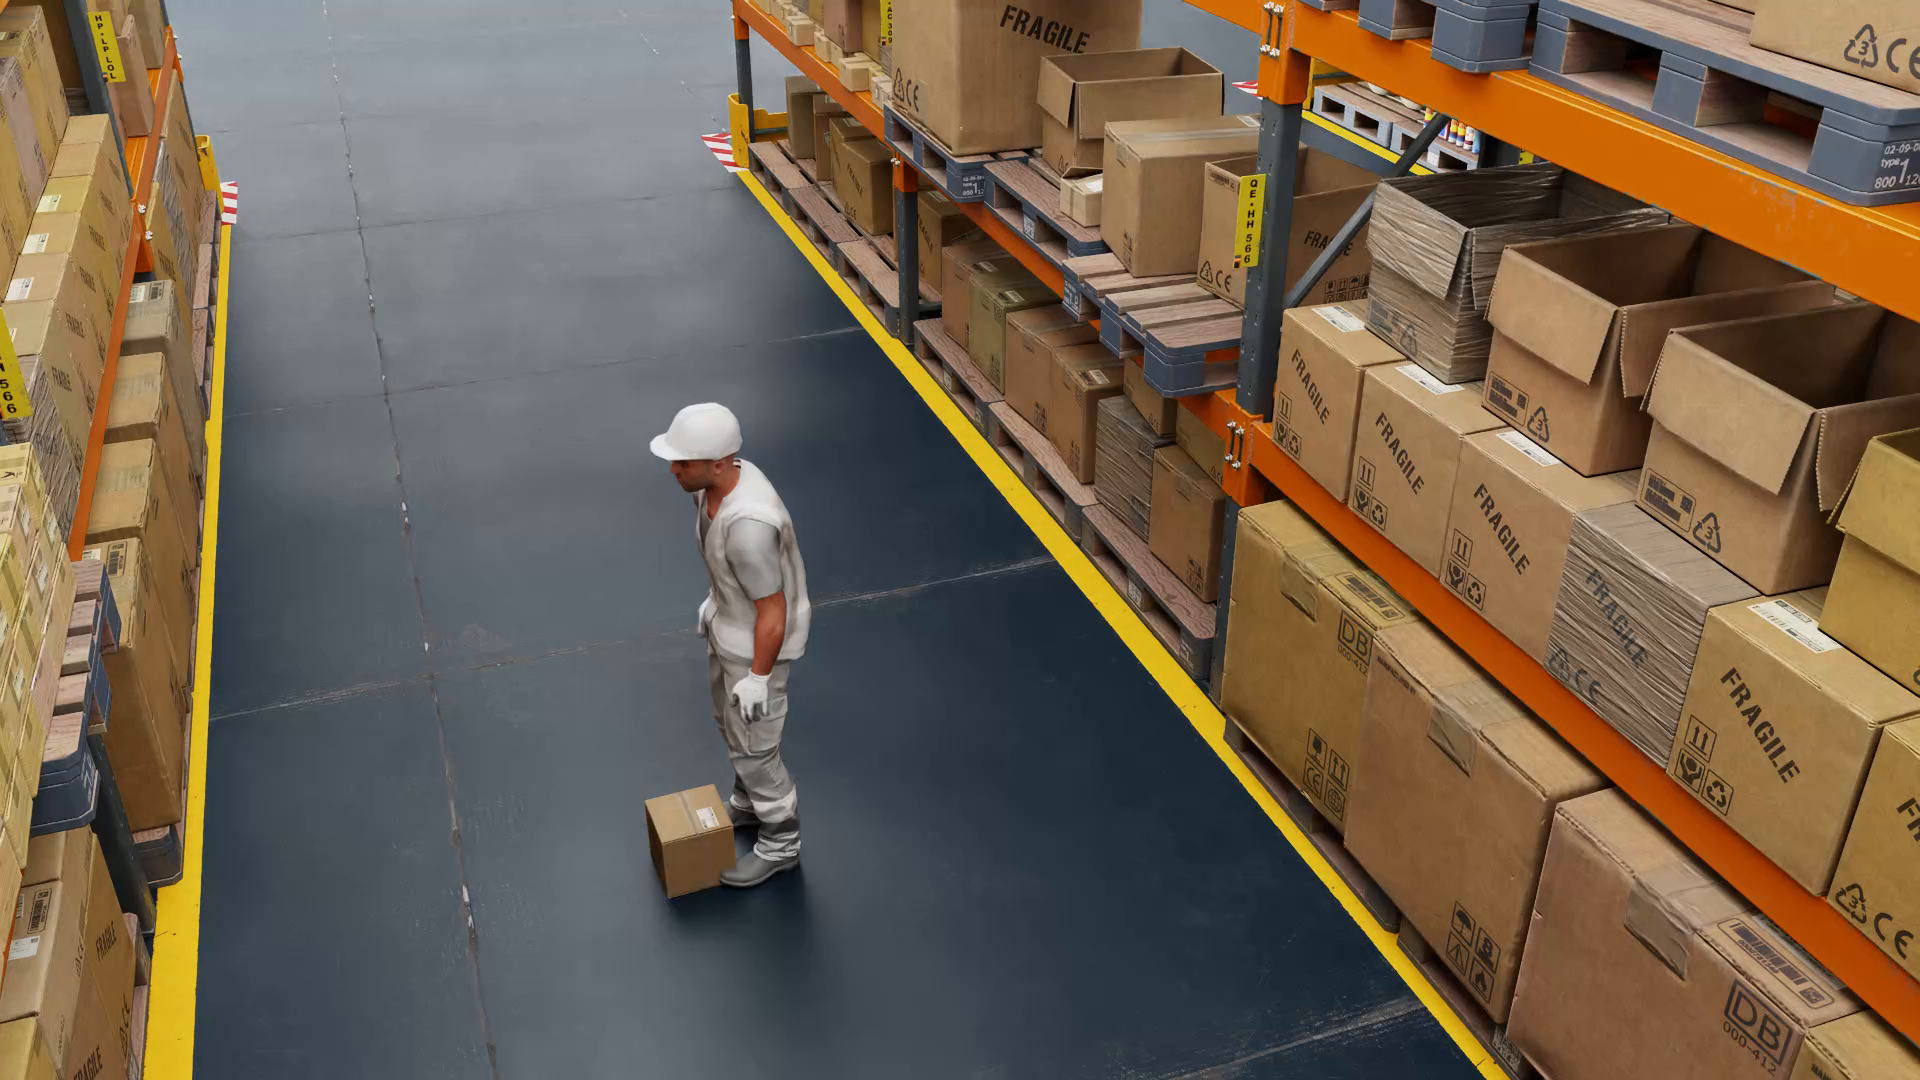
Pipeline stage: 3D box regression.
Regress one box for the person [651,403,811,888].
[{"bbox_3d":[-0.734,0.343,5.508,0.455,1.779,0.610,-11,31,-18],"label":"person"}]
